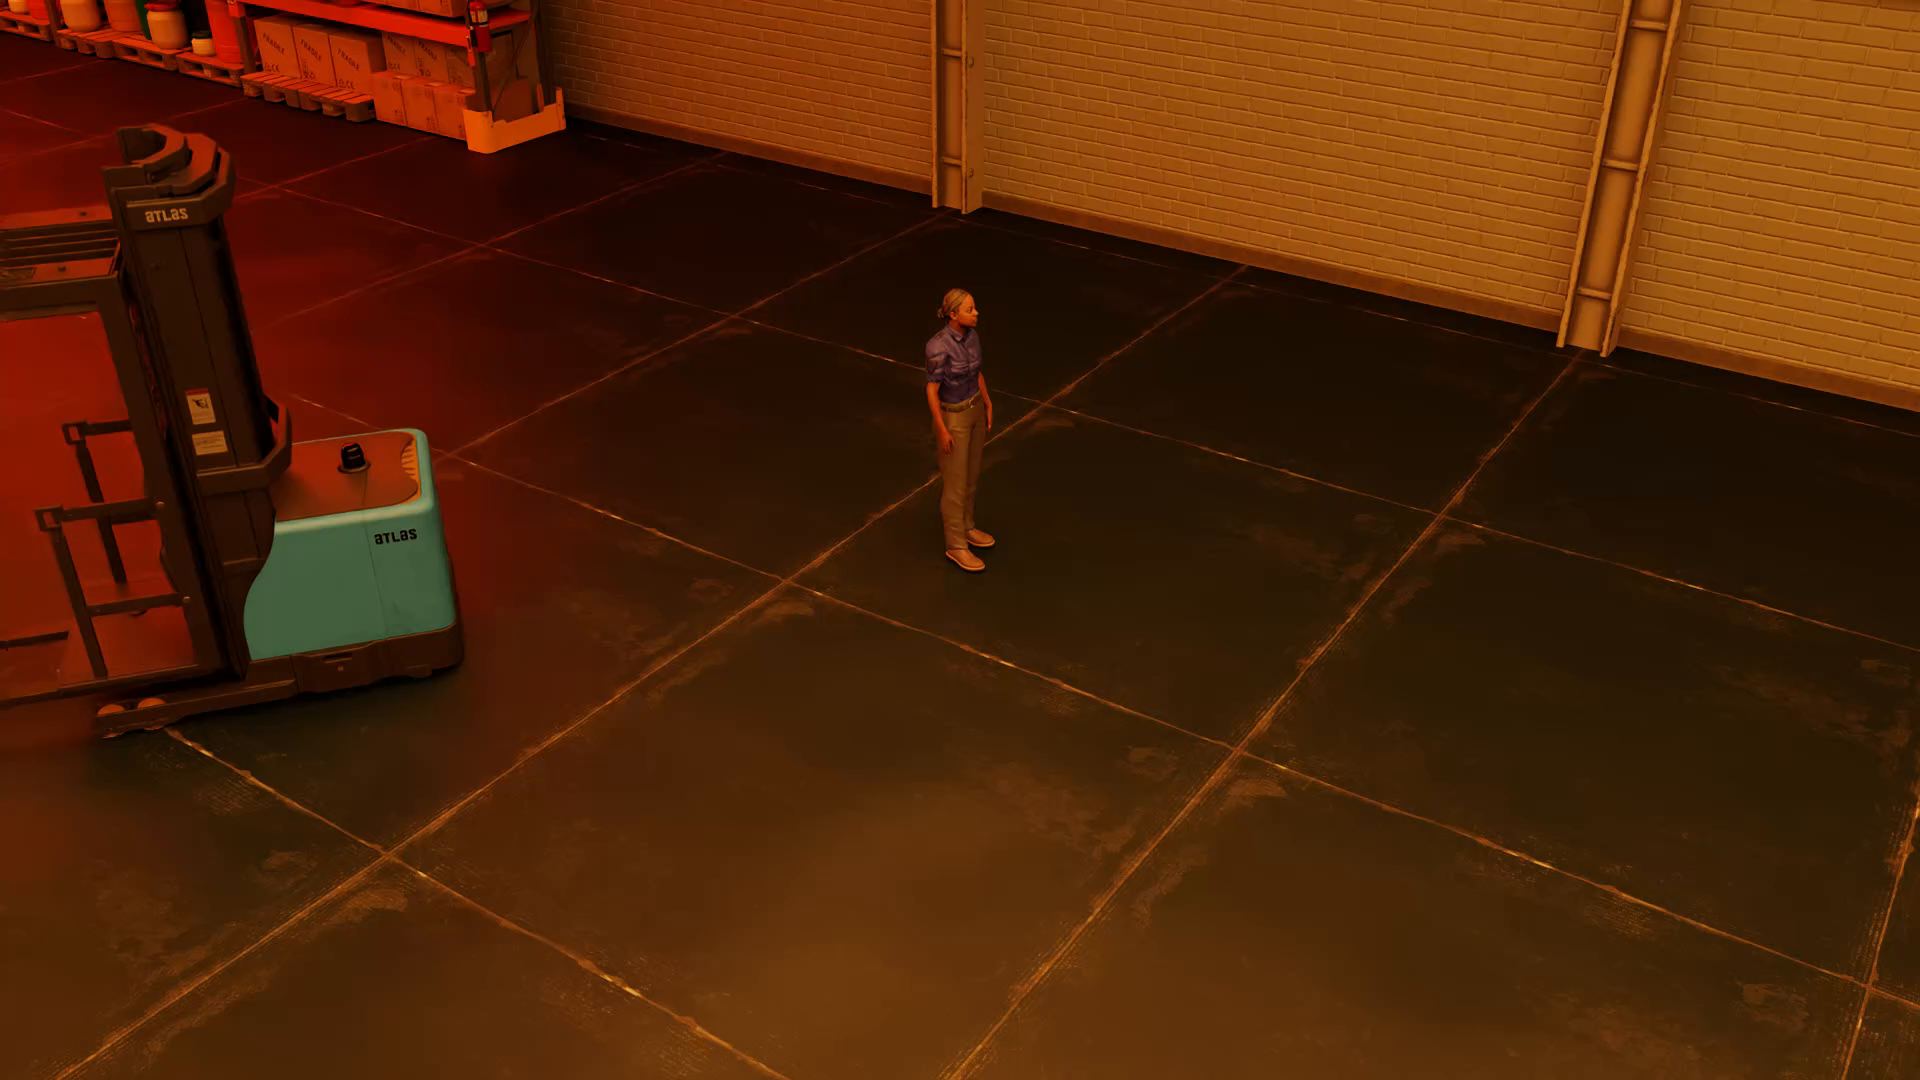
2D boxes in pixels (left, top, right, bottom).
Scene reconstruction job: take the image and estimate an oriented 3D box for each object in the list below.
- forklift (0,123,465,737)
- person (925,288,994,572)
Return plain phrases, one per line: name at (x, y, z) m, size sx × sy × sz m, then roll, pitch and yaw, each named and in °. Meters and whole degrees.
forklift at (-4.330, -0.532, 8.498) m, size 3.031 × 2.935 × 1.130 m, roll -9°, pitch 31°, yaw -16°
person at (0.062, -0.689, 10.024) m, size 0.503 × 1.656 × 0.569 m, roll 19°, pitch 35°, yaw 29°
